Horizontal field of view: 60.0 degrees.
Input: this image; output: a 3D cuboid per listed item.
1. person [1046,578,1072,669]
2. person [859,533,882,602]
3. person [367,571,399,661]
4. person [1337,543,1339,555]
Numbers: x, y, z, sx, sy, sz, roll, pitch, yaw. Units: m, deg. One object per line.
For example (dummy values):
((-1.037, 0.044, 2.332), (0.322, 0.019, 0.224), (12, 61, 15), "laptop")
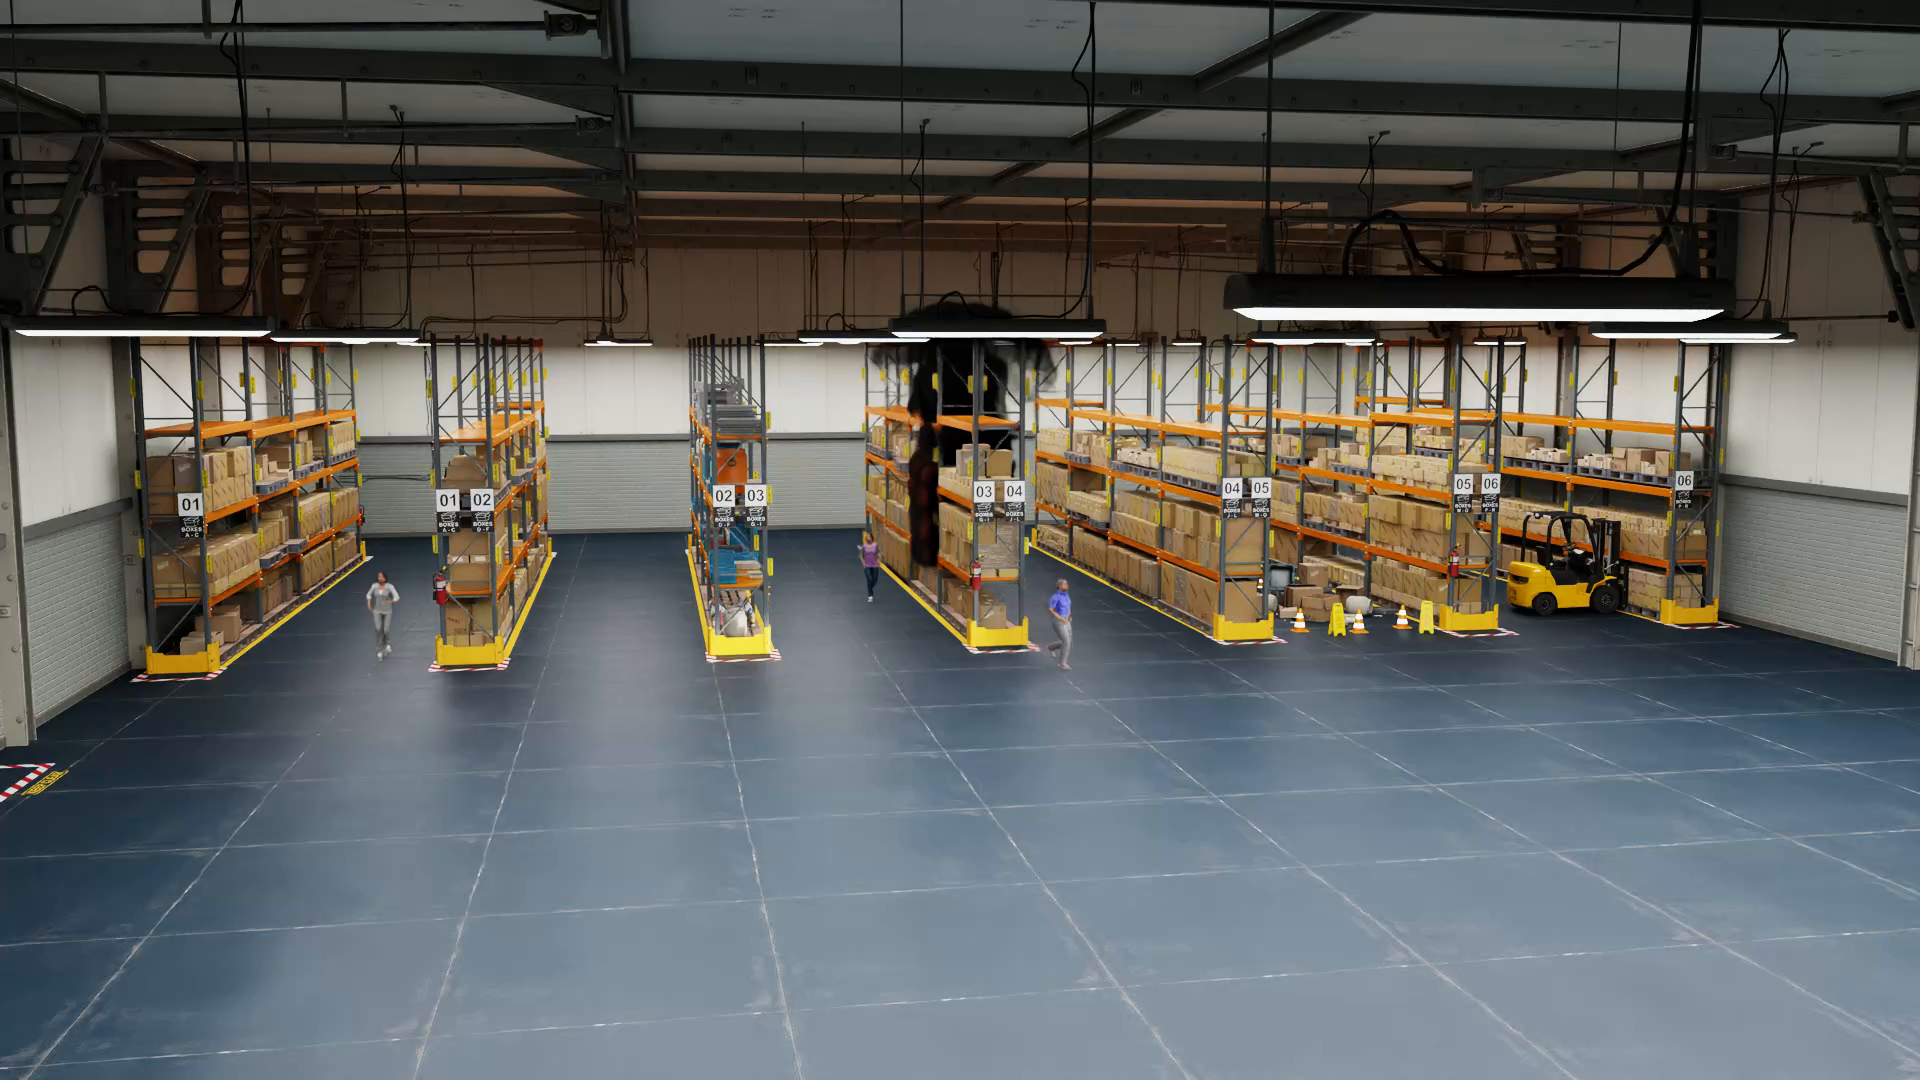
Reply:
((1.801, 1.501, 30.075), (0.575, 1.632, 0.609), (5, 8, 36), "person")
((-2.047, 0.608, 38.011), (0.537, 1.568, 0.506), (-1, 7, -5), "person")
((-10.743, 1.395, 30.974), (0.586, 1.610, 0.753), (-1, 7, -11), "person")
((10.014, -0.154, 44.233), (0.574, 1.651, 0.688), (-1, 7, -9), "person")
